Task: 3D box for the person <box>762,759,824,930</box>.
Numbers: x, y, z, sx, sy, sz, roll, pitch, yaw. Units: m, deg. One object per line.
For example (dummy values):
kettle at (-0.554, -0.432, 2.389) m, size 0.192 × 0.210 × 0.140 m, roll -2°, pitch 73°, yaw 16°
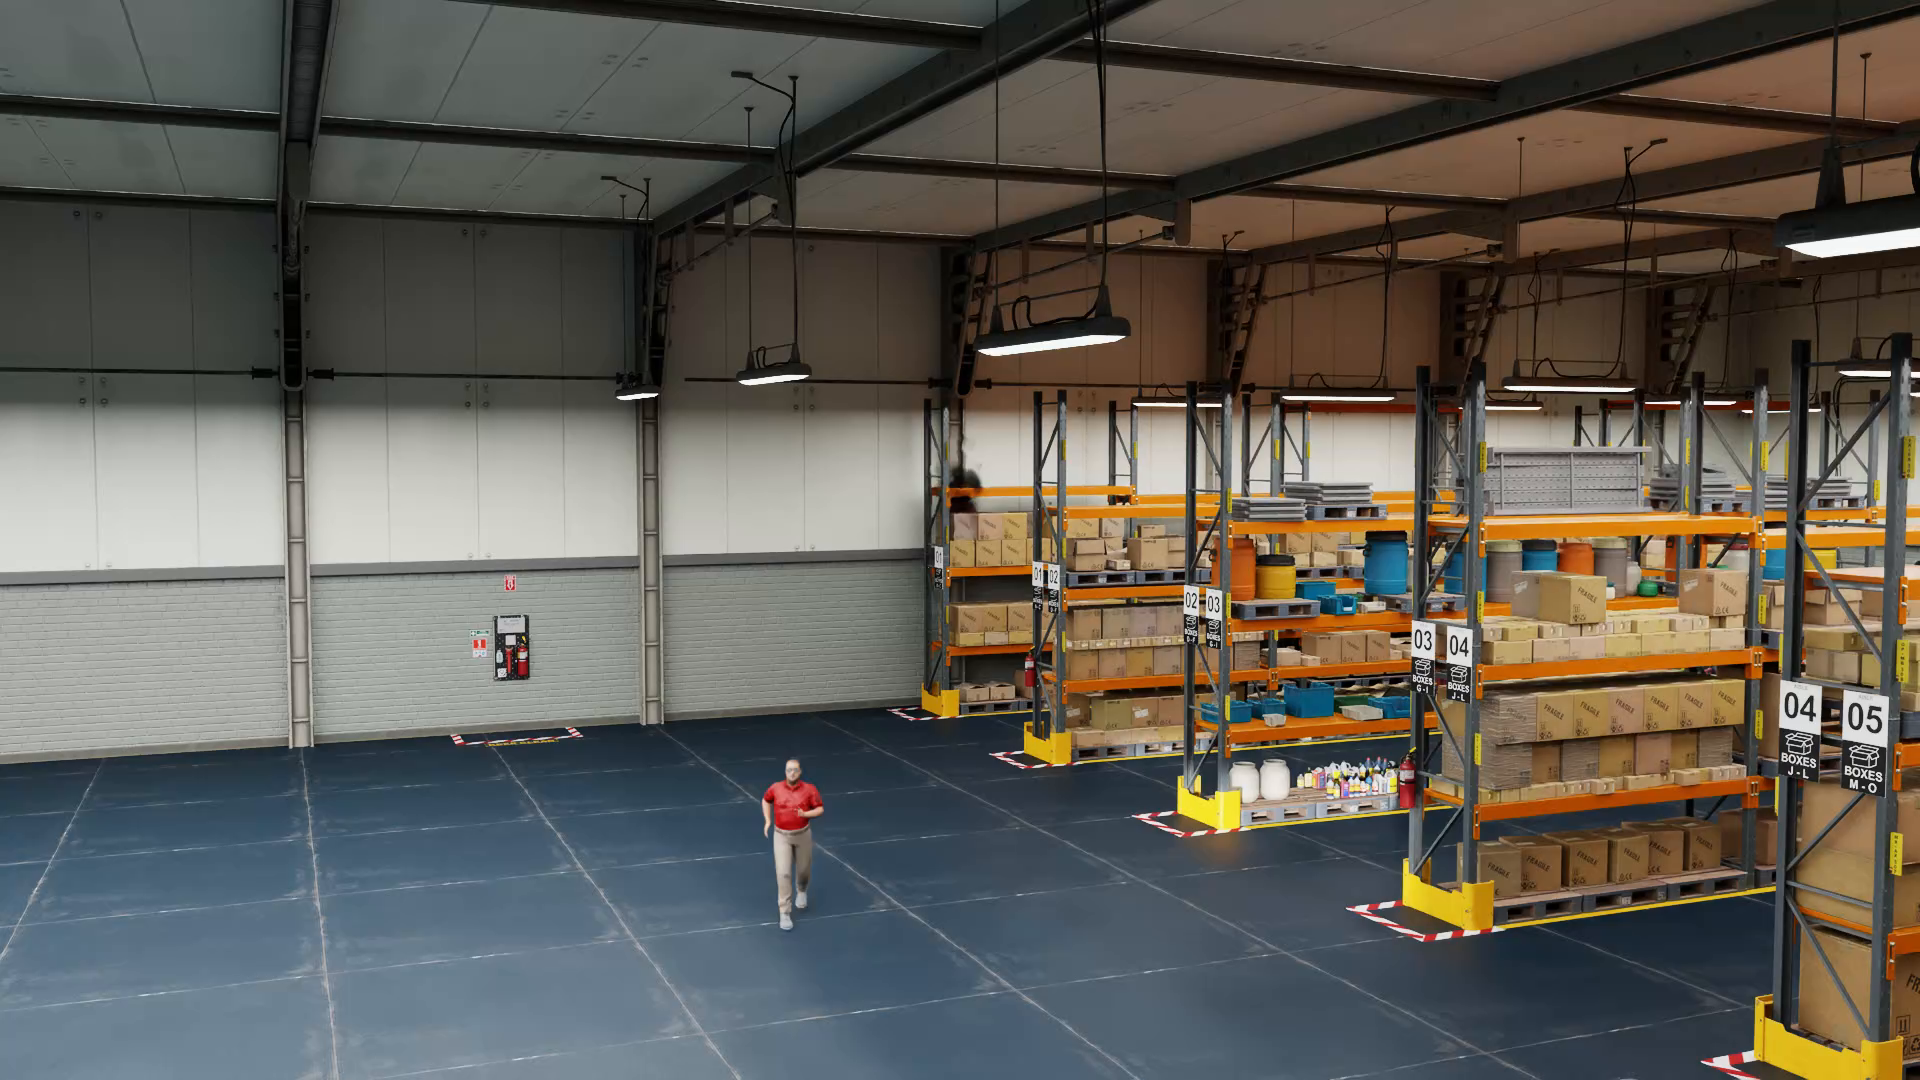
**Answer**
person at (-1.800, 3.222, 17.925) m, size 0.660 × 1.718 × 0.988 m, roll 0°, pitch 3°, yaw -6°
